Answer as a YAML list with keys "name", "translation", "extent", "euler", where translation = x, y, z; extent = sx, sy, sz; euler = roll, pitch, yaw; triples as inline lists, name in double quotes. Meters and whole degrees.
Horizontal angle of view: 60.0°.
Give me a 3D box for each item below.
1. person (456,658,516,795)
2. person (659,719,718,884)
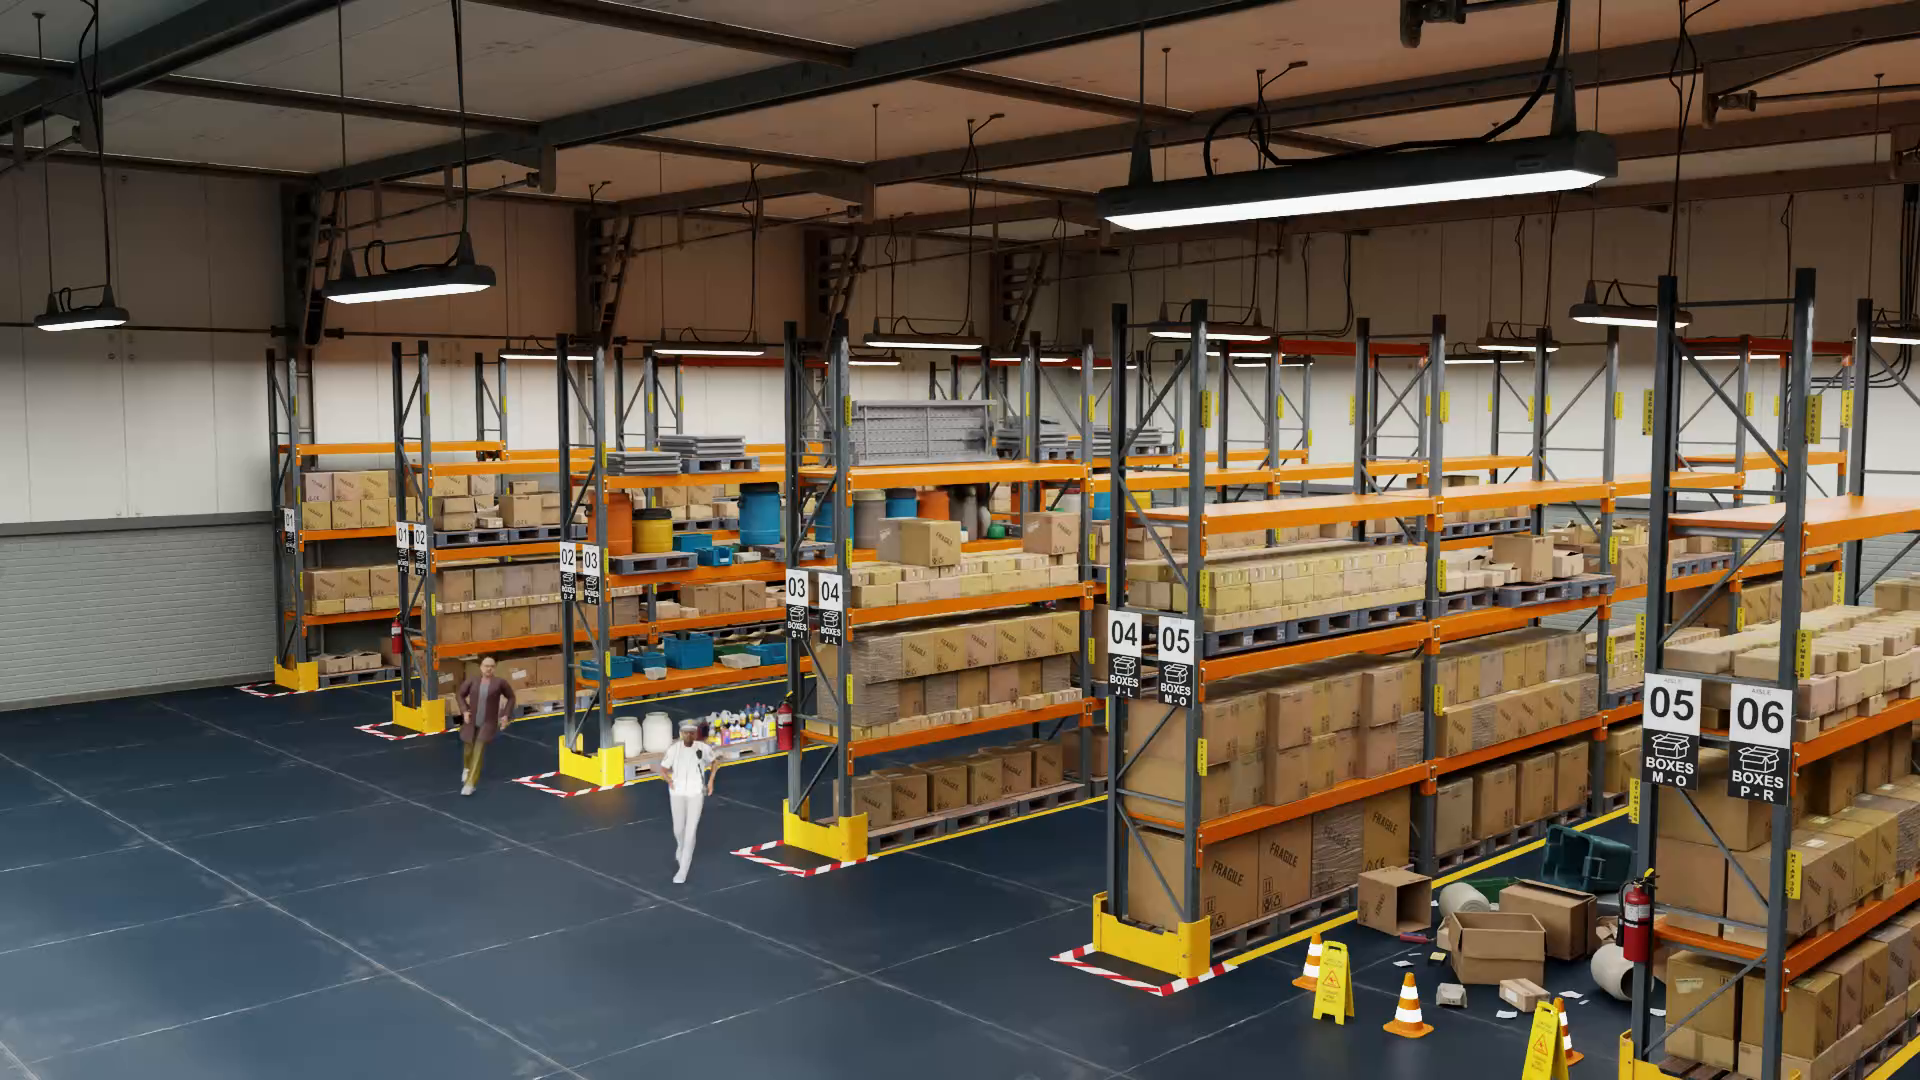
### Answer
- name: "person"
  translation: [-6.224, 2.406, 21.829]
  extent: [0.770, 1.740, 0.863]
  euler: [-1, 5, -6]
- name: "person"
  translation: [-2.942, 2.760, 17.982]
  extent: [0.616, 1.698, 0.947]
  euler: [0, 5, -1]
